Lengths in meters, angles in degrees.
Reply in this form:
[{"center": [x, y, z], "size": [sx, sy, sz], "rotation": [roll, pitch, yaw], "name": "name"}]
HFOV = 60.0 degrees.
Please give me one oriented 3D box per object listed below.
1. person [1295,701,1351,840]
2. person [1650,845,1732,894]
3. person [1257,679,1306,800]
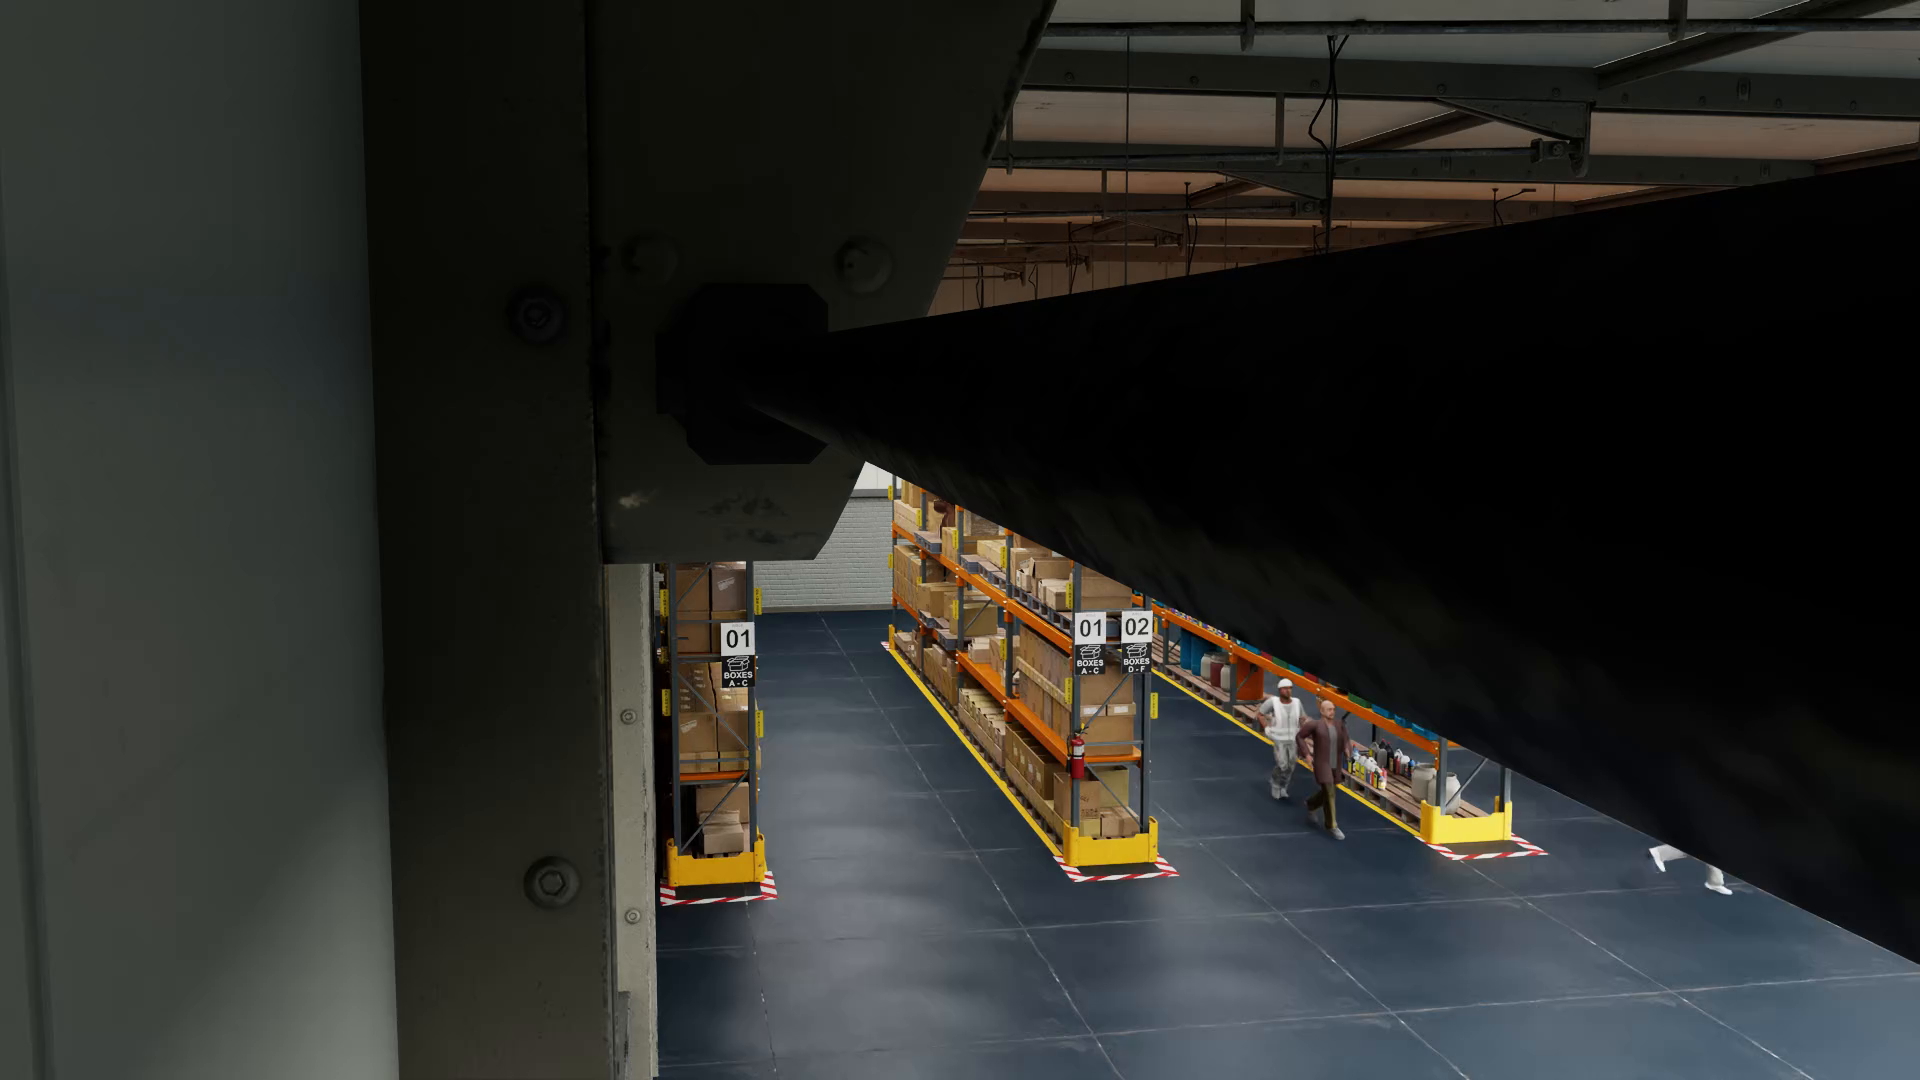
[{"center": [4.891, 3.029, 22.299], "size": [0.722, 1.778, 0.994], "rotation": [-3, 7, -24], "name": "person"}, {"center": [8.757, 3.399, 19.853], "size": [0.933, 1.658, 0.567], "rotation": [2, 6, 17], "name": "person"}, {"center": [4.673, 2.876, 23.852], "size": [0.664, 1.759, 0.626], "rotation": [-1, 6, -13], "name": "person"}]
